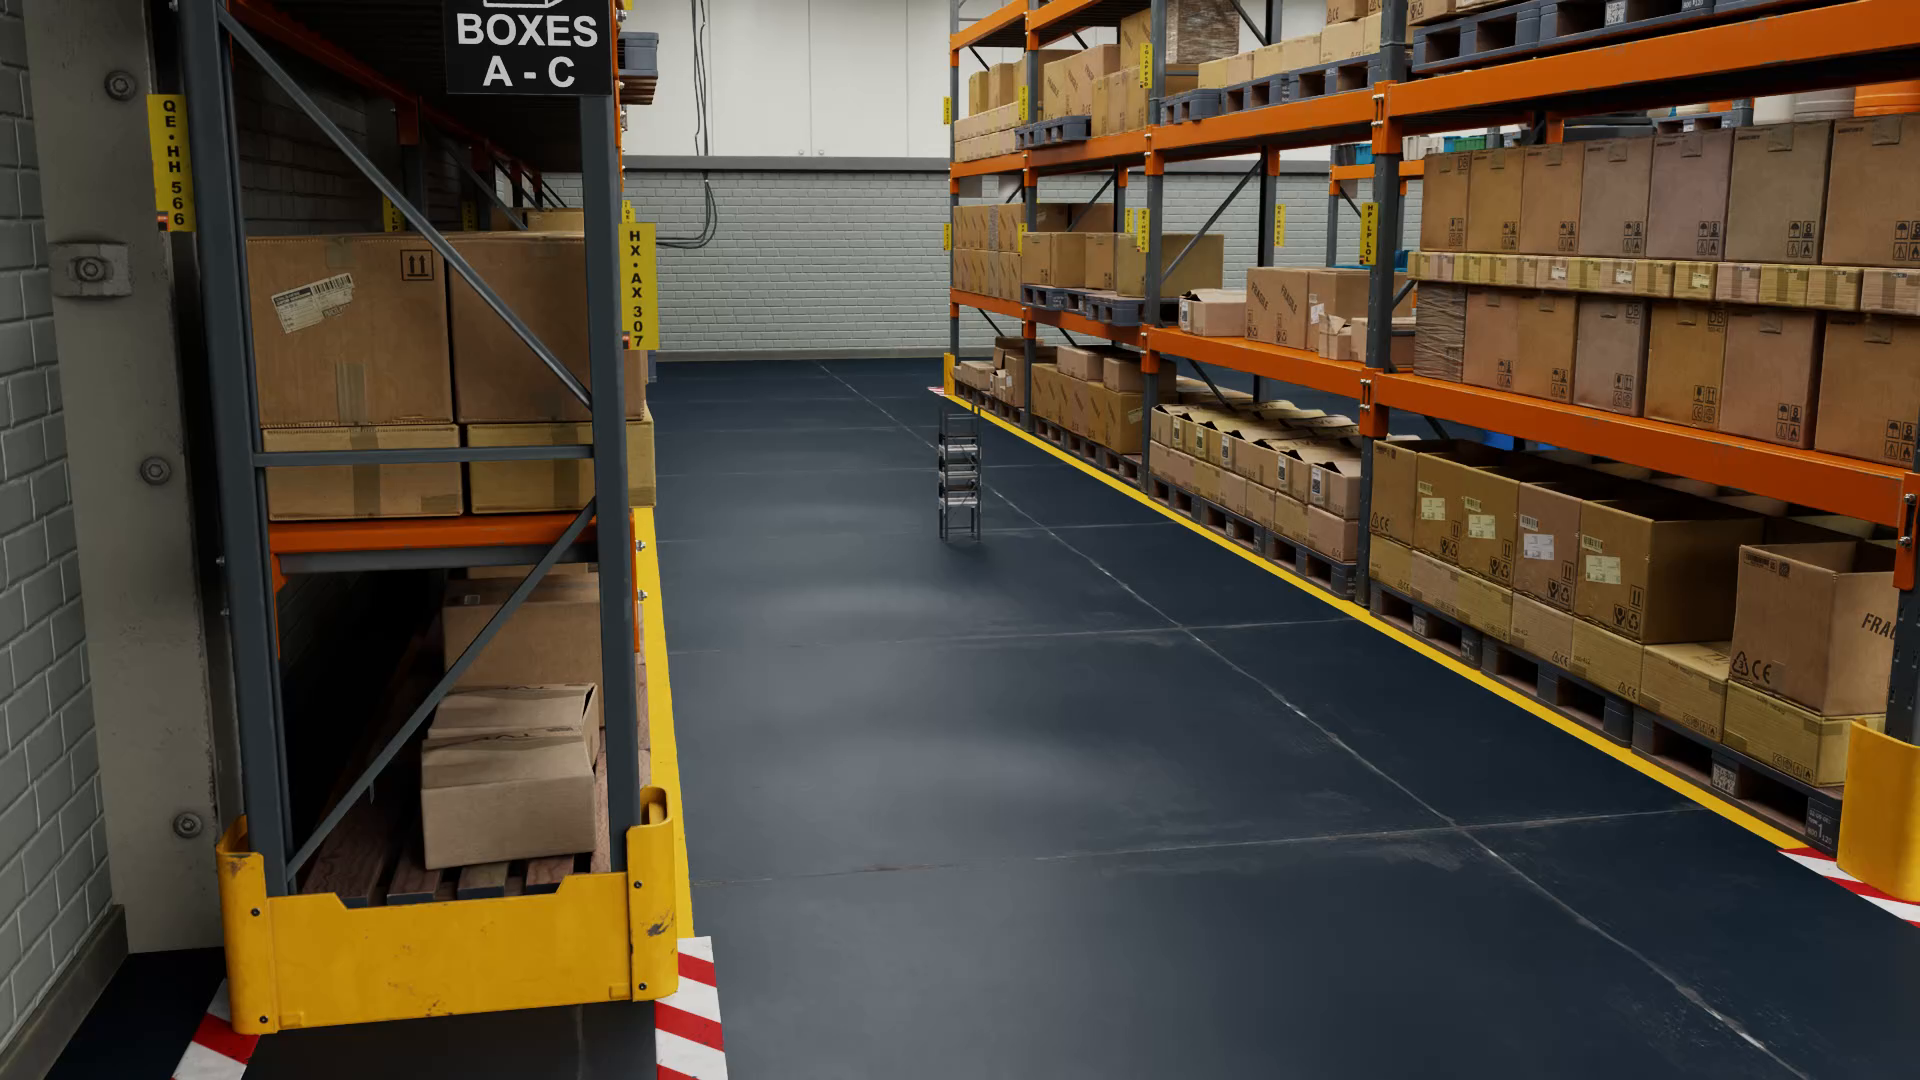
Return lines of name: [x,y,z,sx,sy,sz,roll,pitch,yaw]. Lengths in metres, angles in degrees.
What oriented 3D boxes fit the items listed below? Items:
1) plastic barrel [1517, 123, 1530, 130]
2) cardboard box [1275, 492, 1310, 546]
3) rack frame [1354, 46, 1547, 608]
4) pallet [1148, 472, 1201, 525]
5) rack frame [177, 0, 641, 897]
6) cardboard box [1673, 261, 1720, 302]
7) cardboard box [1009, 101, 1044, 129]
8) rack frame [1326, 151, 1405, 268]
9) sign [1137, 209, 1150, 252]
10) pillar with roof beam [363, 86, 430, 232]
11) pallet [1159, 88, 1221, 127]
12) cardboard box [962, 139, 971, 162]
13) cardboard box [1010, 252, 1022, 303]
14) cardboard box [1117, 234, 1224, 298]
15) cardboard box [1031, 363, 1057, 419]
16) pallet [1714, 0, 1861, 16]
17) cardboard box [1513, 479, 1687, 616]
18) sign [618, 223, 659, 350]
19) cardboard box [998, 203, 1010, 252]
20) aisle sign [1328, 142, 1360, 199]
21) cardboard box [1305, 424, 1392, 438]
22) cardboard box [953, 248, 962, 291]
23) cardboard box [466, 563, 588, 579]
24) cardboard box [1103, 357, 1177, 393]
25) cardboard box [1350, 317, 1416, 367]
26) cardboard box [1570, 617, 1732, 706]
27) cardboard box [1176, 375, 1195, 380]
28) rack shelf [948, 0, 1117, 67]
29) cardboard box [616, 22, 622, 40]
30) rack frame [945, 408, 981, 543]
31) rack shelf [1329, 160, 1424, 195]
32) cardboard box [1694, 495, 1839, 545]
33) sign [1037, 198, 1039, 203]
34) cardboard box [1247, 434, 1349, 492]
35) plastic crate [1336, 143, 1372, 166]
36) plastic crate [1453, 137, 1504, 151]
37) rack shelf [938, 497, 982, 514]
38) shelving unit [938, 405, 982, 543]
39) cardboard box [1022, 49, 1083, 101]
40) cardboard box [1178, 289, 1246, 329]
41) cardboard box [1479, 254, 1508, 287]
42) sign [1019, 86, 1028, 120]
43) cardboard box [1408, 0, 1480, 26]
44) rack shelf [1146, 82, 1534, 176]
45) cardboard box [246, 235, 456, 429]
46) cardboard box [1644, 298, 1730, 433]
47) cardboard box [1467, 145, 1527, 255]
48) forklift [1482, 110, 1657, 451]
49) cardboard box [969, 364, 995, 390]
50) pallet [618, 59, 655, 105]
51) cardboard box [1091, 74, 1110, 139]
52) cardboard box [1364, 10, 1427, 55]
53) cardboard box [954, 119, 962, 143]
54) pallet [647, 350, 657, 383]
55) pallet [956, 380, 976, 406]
plastic barrel: [5.874,-4.413,16.848,0.433,0.535,0.433,0,11,0]
cardboard box: [2.252,-0.139,10.134,0.500,0.250,0.500,-2,11,-12]
rack frame: [2.714,-1.125,9.084,1.000,3.000,0.127,-2,11,-11]
pallet: [2.058,-0.336,12.399,1.003,0.211,1.213,-2,11,-11]
rack frame: [-1.367,-0.210,4.280,1.000,3.000,0.127,-2,11,-11]
cardboard box: [3.030,-1.011,6.486,0.380,0.149,0.250,-2,11,-9]
cardboard box: [0.797,-4.317,16.896,0.500,0.250,0.500,-2,11,-11]
rack frame: [5.239,-3.505,21.590,1.000,3.000,0.127,-2,11,-11]
sign: [1.405,-2.367,12.725,0.100,0.325,0.005,-2,11,-11]
pillar with roof beam: [0.705,-4.511,10.832,9.100,9.000,0.400,-2,11,-11]
pallet: [2.156,-3.118,12.039,1.213,0.211,1.003,-2,11,-8]
cardboard box: [0.315,-4.530,19.353,0.500,0.250,0.500,-2,11,-11]
cardboard box: [0.809,-2.724,17.216,0.500,0.500,0.500,-2,11,-10]
cardboard box: [1.703,-2.225,13.475,0.700,0.500,0.500,-6,12,-30]
cardboard box: [1.013,-1.483,16.473,0.500,0.500,0.500,-3,11,-14]
pallet: [3.380,-1.952,5.644,1.003,0.211,1.213,-2,11,-11]
cardboard box: [2.791,0.023,7.280,0.500,0.500,0.500,-2,11,-11]
sign: [-0.834,-0.655,4.303,0.100,0.325,0.005,-2,11,-11]
cardboard box: [0.703,-3.310,17.621,0.500,0.500,0.500,-2,11,-12]
aisle sign: [4.934,-4.785,21.360,0.394,0.787,0.004,-2,11,-11]
cardboard box: [2.578,-0.623,11.177,0.500,0.311,0.500,-2,11,-9]
cardboard box: [0.208,-3.284,20.160,0.500,0.500,0.500,-2,11,-10]
cardboard box: [-1.903,0.257,7.334,0.500,0.500,0.500,-3,11,-15]
cardboard box: [1.509,-1.388,13.971,0.500,0.250,0.500,-2,11,-9]
cardboard box: [2.575,-1.140,9.564,0.500,0.250,0.500,-1,11,-7]
cardboard box: [2.890,0.483,6.869,0.500,0.250,0.500,-2,11,-11]
cardboard box: [1.821,-1.224,15.114,0.500,0.500,0.500,-3,11,-13]
rack shelf: [0.769,-5.551,18.227,1.077,0.370,4.000,-2,11,-11]
cardboard box: [-1.573,-2.199,6.387,0.500,0.500,0.500,-3,11,-13]
rack frame: [0.018,-0.425,11.022,0.240,0.900,0.006,-2,11,-11]
rack shelf: [5.628,-4.259,19.450,1.077,0.370,4.000,-2,11,-11]
cardboard box: [3.397,0.096,6.897,0.500,0.500,0.500,-2,11,-11]
sign: [0.928,-4.066,20.596,0.100,0.325,0.005,-2,11,-11]
cardboard box: [2.152,-0.507,10.566,0.500,0.311,0.500,-2,11,-11]
plastic crate: [5.041,-4.834,20.898,0.497,0.269,0.590,-2,11,-11]
plastic crate: [5.638,-4.208,17.826,0.450,0.188,0.662,-2,11,-11]
rack shelf: [-0.002,-0.234,11.160,0.258,0.077,0.200,-2,11,-11]
shelving unit: [-0.002,-0.444,11.120,0.258,0.900,0.210,-2,11,-11]
cardboard box: [1.026,-4.694,16.871,0.700,0.500,0.500,-2,11,-11]
cardboard box: [1.964,-1.746,12.588,0.500,0.311,0.500,-1,11,-7]
cardboard box: [2.729,-1.295,7.976,0.380,0.149,0.250,-2,11,-12]
sign: [0.627,-4.299,16.353,0.100,0.325,0.005,-2,11,-11]
cardboard box: [2.553,-2.821,8.206,0.500,0.500,0.500,-1,11,-6]
rack shelf: [2.325,-2.612,10.798,1.077,0.370,4.000,-2,11,-11]
cardboard box: [-1.667,-0.594,4.635,0.500,0.500,0.500,-2,11,-12]
cardboard box: [3.216,-0.714,6.657,0.700,0.500,0.500,-2,11,-11]
cardboard box: [2.906,-1.638,8.040,0.700,0.500,0.500,-2,11,-11]
forklift: [4.930,-1.862,13.140,1.130,2.935,3.031,5,12,25]
cardboard box: [0.402,-1.898,19.322,0.500,0.250,0.500,-2,11,-11]
pallet: [-2.365,-2.633,9.485,1.213,0.211,1.003,-2,11,-11]
cardboard box: [1.618,-3.649,14.055,0.910,0.500,0.500,-2,11,-11]
cardboard box: [2.603,-2.844,9.374,0.500,0.250,0.500,-1,11,-5]
cardboard box: [0.224,-4.868,19.789,0.500,0.250,0.500,-2,11,-11]
pallet: [-2.151,-0.995,8.916,1.003,0.211,1.213,-2,11,-11]
pallet: [0.551,-1.796,20.067,1.003,0.211,1.213,-2,11,-11]
